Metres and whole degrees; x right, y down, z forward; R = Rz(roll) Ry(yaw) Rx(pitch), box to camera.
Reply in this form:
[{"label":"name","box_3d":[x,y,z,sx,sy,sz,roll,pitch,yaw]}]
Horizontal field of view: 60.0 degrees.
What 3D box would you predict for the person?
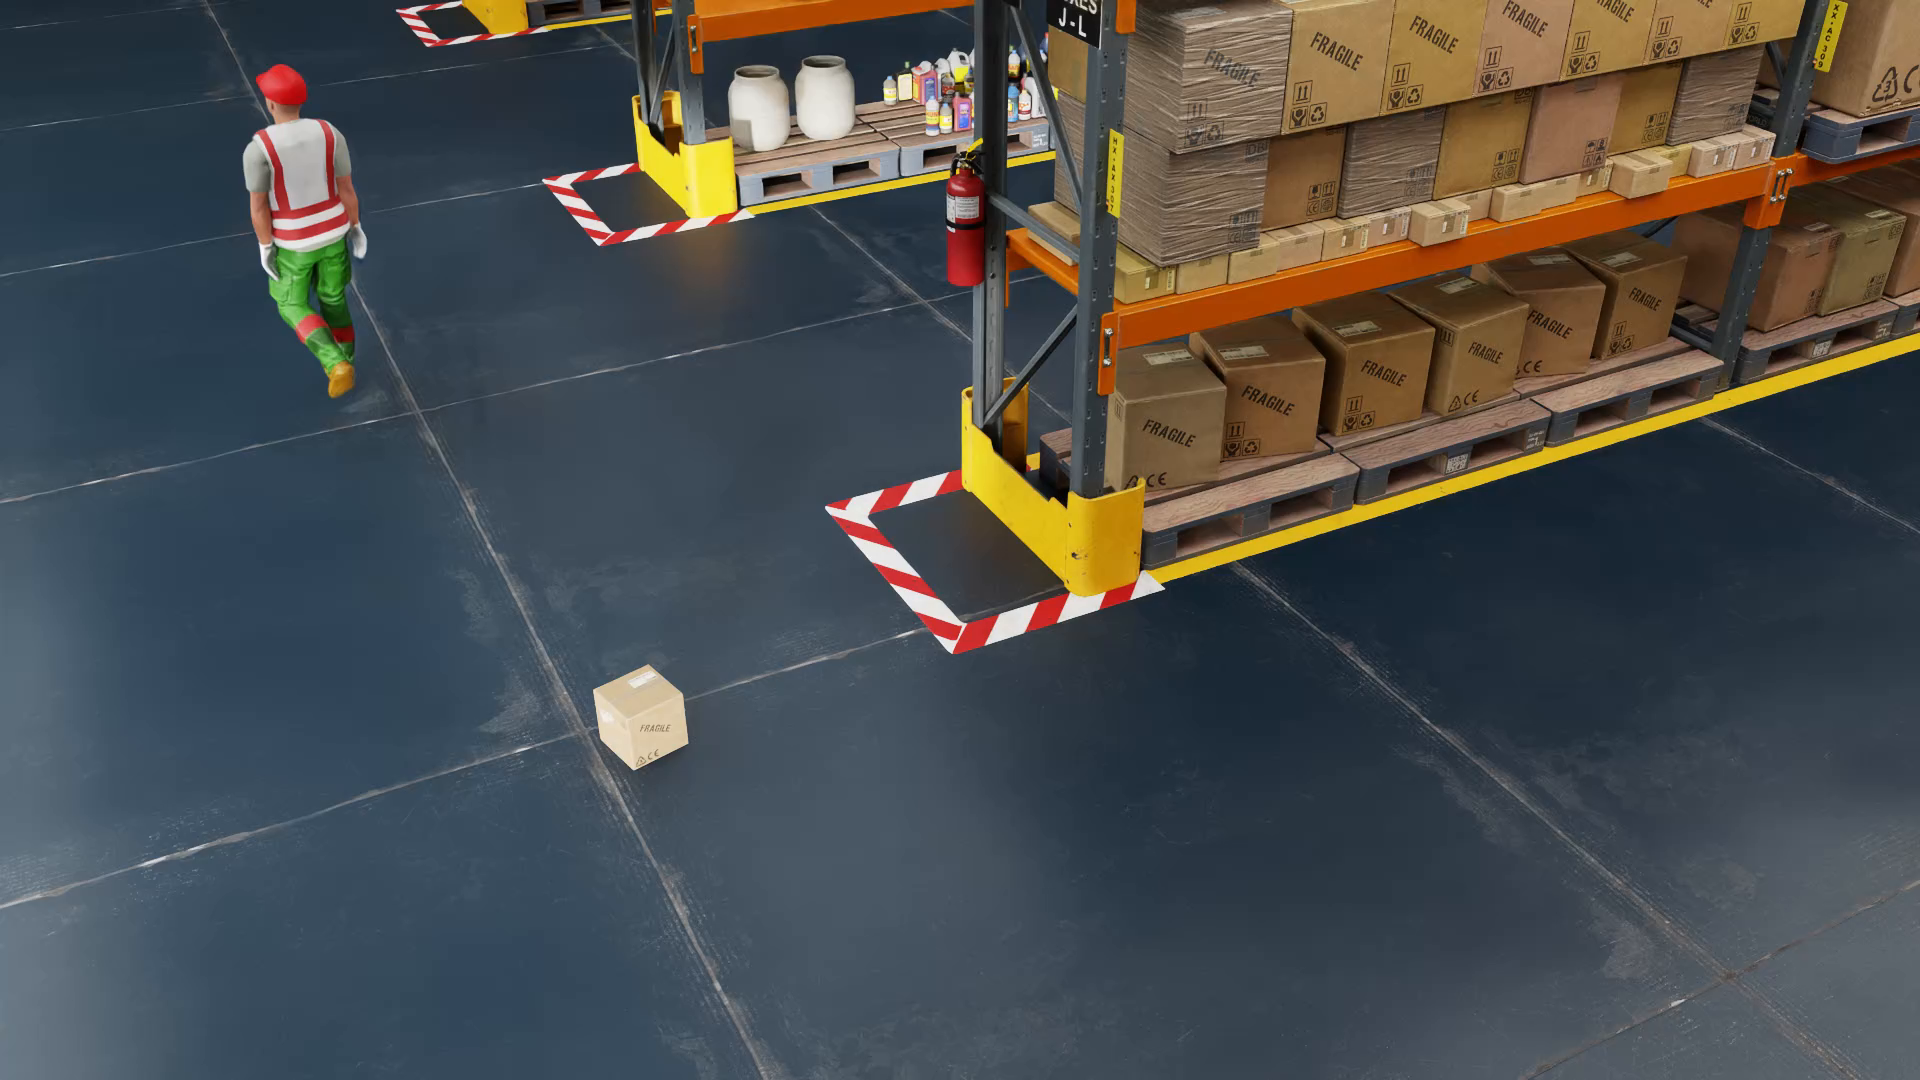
[{"label":"person","box_3d":[-3.297,-1.533,8.474,0.553,1.778,0.680,-26,41,-34]}]
